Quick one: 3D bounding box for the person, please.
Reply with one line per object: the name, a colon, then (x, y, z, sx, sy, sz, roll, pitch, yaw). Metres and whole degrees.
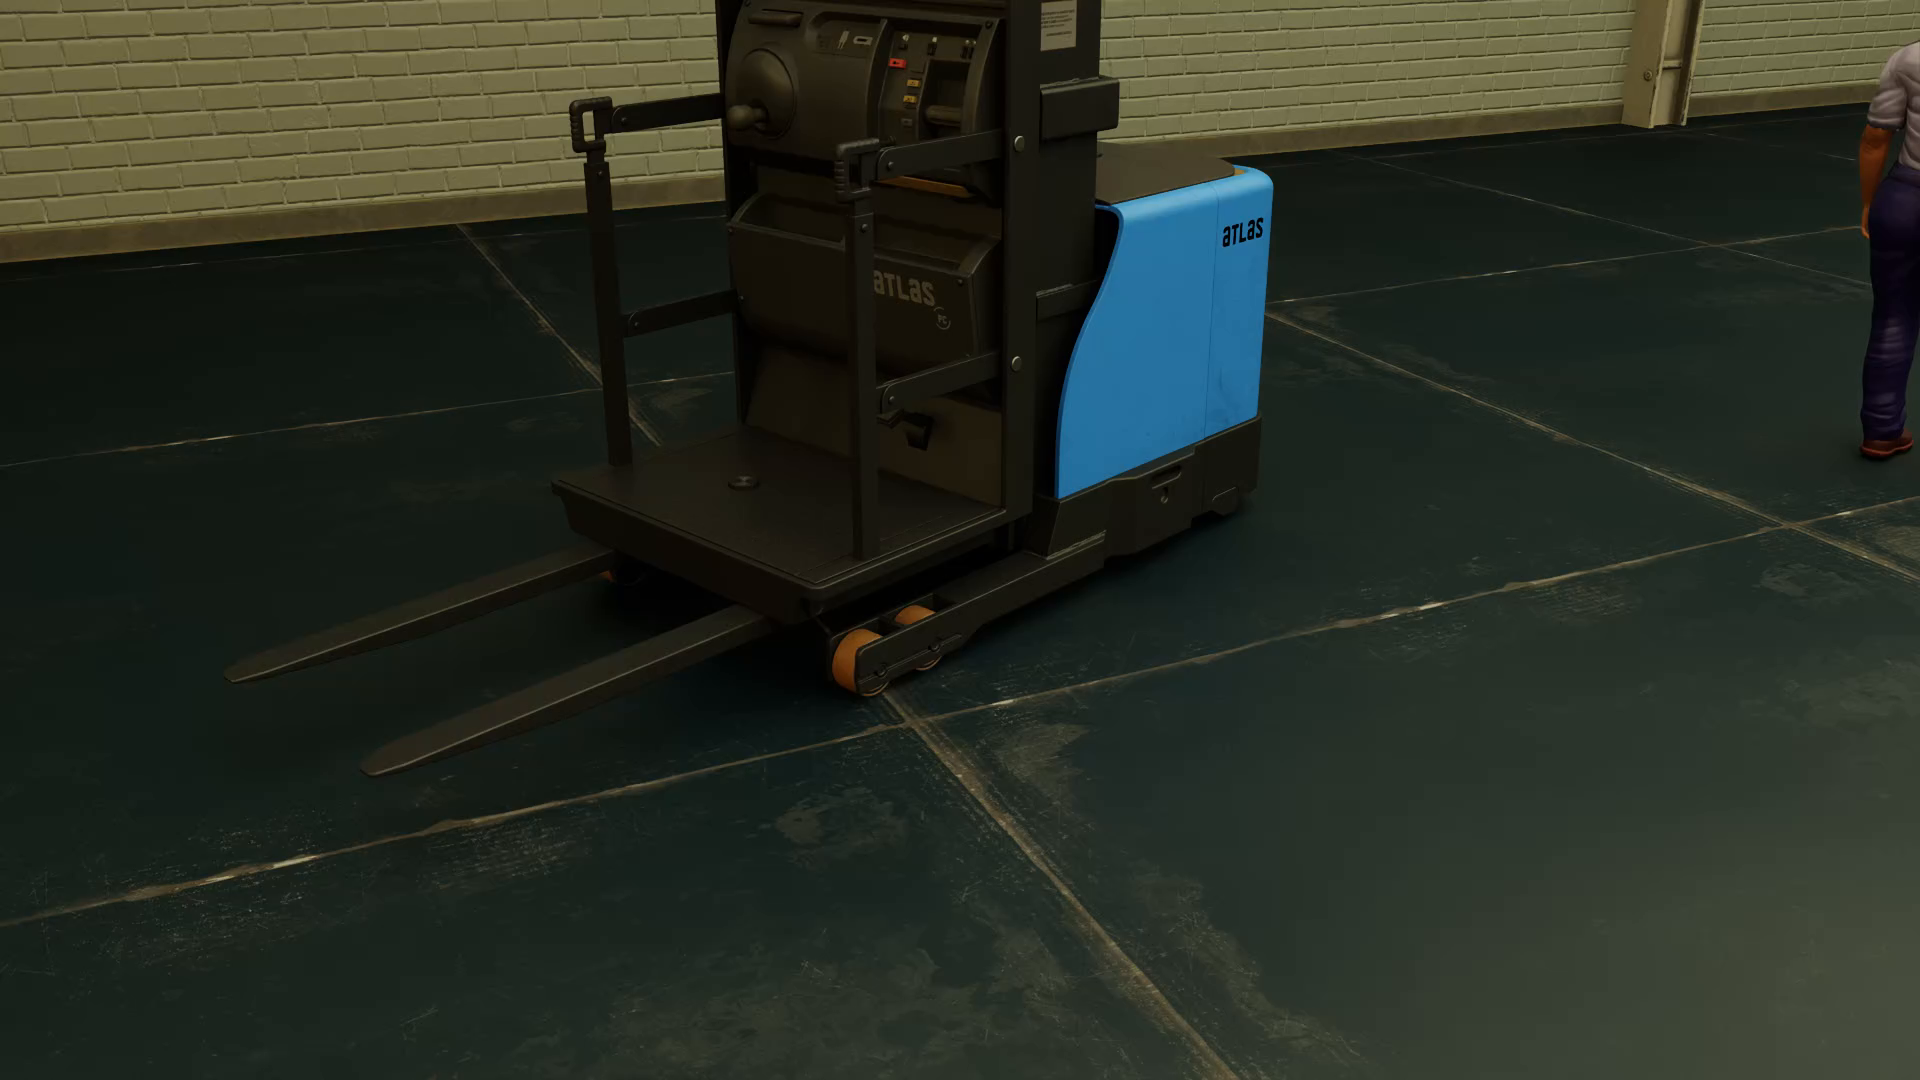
person: (3.297, -1.059, 5.490, 0.502, 1.651, 0.598, -15, 27, -32)

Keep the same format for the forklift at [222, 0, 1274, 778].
forklift: (-0.413, -1.182, 4.131, 1.130, 2.935, 3.031, 19, 29, 39)
